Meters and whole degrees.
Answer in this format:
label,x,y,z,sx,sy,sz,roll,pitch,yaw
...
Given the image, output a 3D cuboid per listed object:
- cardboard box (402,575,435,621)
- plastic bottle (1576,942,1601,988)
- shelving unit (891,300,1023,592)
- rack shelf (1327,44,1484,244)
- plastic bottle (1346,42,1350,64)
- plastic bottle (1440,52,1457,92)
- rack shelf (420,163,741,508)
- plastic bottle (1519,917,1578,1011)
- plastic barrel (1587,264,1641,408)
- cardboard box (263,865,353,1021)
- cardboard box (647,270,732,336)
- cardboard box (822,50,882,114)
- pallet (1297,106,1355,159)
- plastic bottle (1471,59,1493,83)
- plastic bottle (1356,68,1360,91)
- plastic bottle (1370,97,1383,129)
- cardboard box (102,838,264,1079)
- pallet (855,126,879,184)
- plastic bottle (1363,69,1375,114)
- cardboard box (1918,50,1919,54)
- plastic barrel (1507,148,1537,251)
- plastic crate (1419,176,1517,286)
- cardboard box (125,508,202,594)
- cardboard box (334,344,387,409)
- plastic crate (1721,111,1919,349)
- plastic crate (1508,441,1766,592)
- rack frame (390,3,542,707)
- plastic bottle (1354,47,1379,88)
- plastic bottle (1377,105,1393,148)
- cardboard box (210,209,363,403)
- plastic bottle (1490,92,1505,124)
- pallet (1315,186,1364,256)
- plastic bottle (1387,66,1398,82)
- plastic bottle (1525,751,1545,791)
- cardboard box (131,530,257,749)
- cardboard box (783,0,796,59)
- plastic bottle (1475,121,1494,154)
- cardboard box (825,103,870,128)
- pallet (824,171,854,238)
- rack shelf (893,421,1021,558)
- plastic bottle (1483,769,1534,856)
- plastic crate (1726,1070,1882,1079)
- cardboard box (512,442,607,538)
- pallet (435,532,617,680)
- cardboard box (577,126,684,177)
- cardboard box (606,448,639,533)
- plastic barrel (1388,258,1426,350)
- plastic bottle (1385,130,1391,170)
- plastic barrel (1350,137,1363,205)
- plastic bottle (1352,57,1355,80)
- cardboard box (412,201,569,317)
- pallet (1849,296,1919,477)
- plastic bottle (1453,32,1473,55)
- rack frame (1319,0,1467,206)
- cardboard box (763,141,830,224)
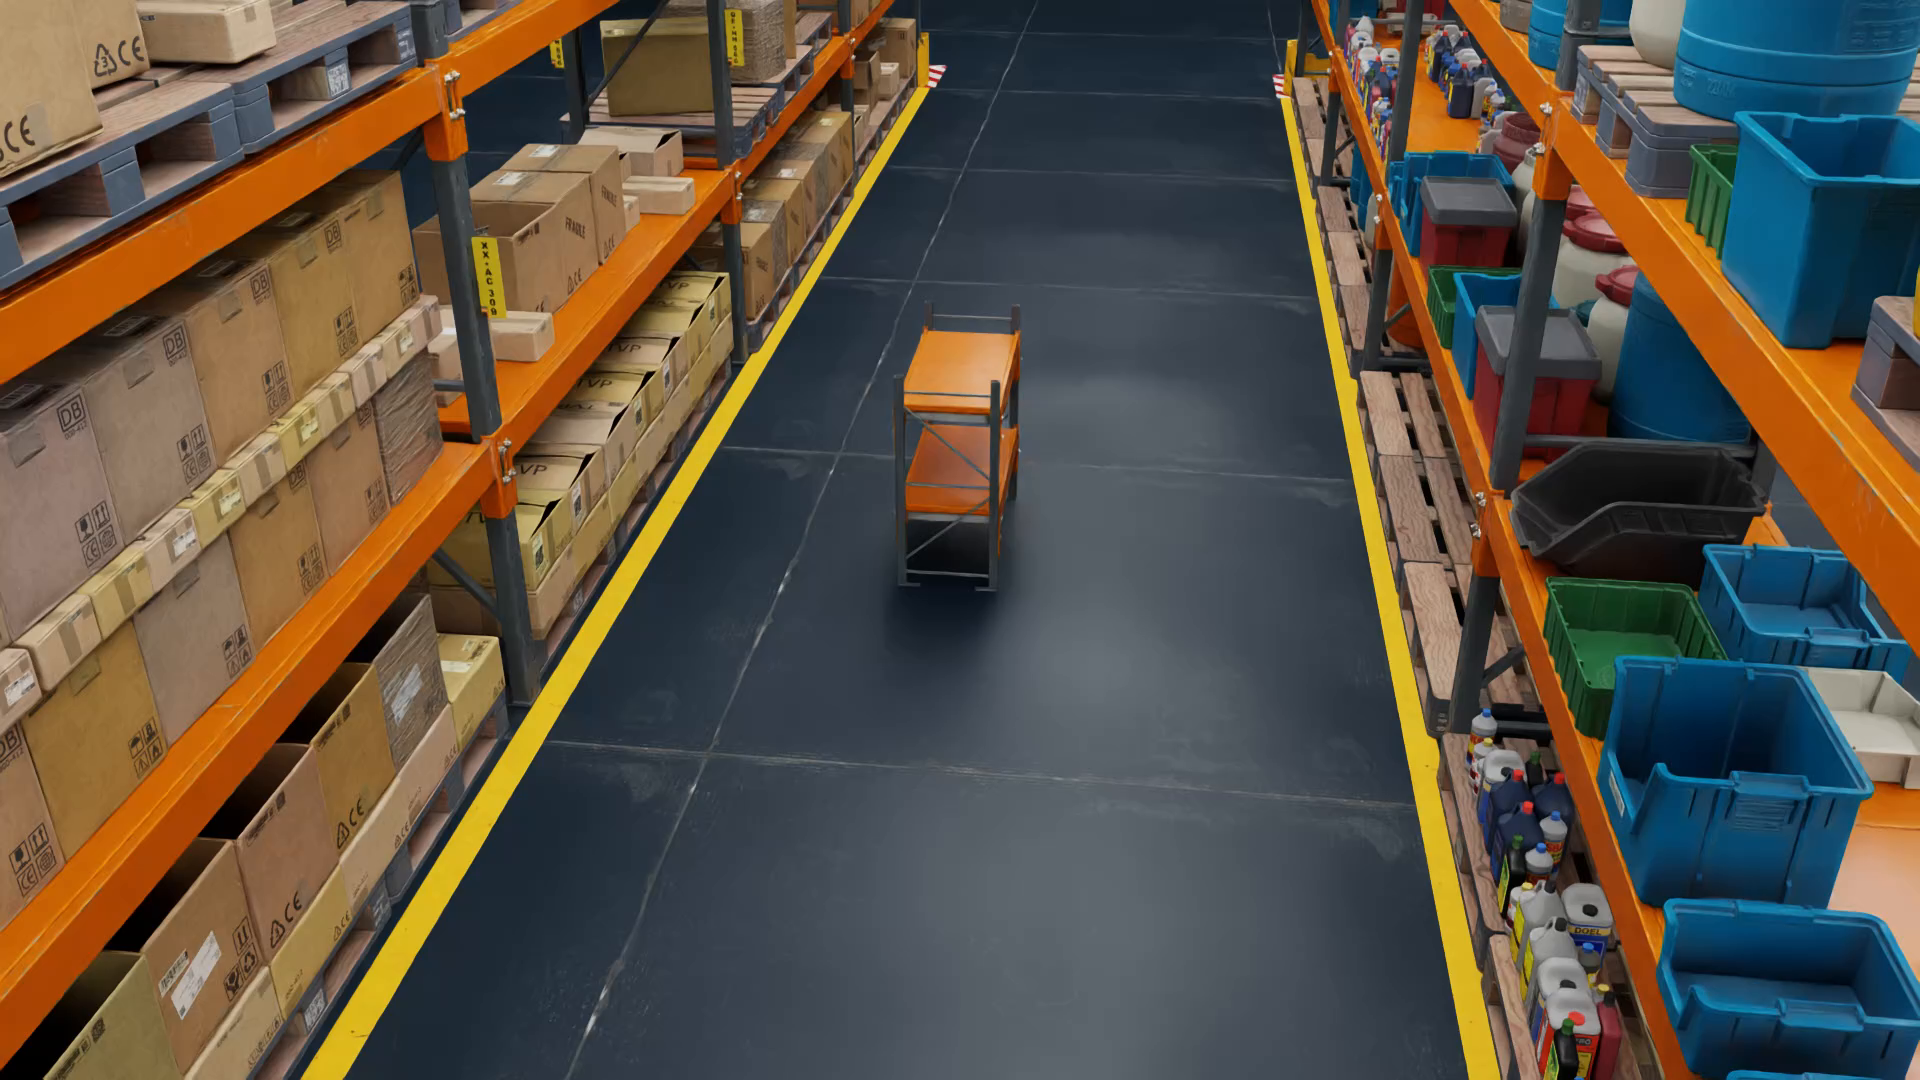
label,x,y,z,sx,sy,sz,roll,pitch,yaw
cardboard box,-2.624,0.176,7.717,0.500,0.250,0.500,3,28,6
plastic bottle,2.045,1.409,5.458,0.097,0.201,0.097,0,28,0
shelving unit,0.001,-0.498,8.489,0.538,1.125,1.048,3,28,6
rack shelf,3.263,-2.855,11.646,1.077,0.370,4.000,3,28,6
plastic bottle,3.028,-3.760,12.776,0.097,0.201,0.097,0,28,0
plastic bottle,3.532,-3.378,11.994,0.097,0.271,0.097,0,28,0
rack shelf,-2.142,-1.262,8.689,1.077,0.370,4.000,3,28,6
plastic bottle,1.920,1.357,5.398,0.144,0.351,0.185,5,29,8
plastic barrel,2.863,-0.845,7.013,0.433,0.535,0.433,0,28,0
cardboard box,-2.405,1.326,5.583,0.500,0.250,0.500,3,28,6
cardboard box,-1.717,-1.481,10.201,0.500,0.311,0.500,4,29,8
cardboard box,-1.182,-4.383,15.890,0.797,0.503,0.637,3,28,6
pallet,3.707,-3.810,15.600,1.003,0.211,1.213,3,28,6
plastic bottle,3.586,-3.122,11.434,0.144,0.351,0.185,3,28,6
plastic bottle,2.919,-3.342,11.999,0.097,0.201,0.097,0,28,0
plastic bottle,2.789,-2.841,11.070,0.097,0.201,0.097,0,28,0
cardboard box,-2.483,1.230,4.970,0.500,0.500,0.500,3,28,6
pallet,-1.322,-3.499,15.022,1.003,0.211,1.213,3,28,6
plastic bottle,2.824,-3.082,11.432,0.061,0.283,0.133,3,28,6
cardboard box,8.695,-3.805,14.447,0.875,0.875,0.875,3,28,6
plastic barrel,3.104,-1.783,8.780,0.421,0.512,0.421,0,28,0
plastic crate,2.517,-1.516,8.334,0.402,0.464,0.583,3,28,6
cardboard box,-2.426,0.020,4.761,0.380,0.149,0.250,4,29,7
cardboard box,-2.270,-0.587,5.887,0.380,0.149,0.250,3,28,5
plastic crate,1.973,-0.694,3.729,0.392,0.384,0.575,3,28,6
plastic crate,2.338,-0.081,5.804,0.767,0.338,0.504,3,28,6
rack frame,-2.387,-0.637,6.771,1.000,3.000,0.127,3,28,6
plastic bottle,2.960,-3.427,12.080,0.152,0.276,0.135,3,28,6
plastic bottle,2.729,-2.643,10.629,0.097,0.271,0.097,0,28,0
cardboard box,-2.496,-0.805,5.609,0.700,0.500,0.500,3,28,6
plastic bottle,3.535,-2.801,10.923,0.097,0.271,0.097,0,28,0
pallet,3.373,-2.525,13.215,1.003,0.211,1.213,3,28,6
plastic bottle,3.010,-3.163,11.594,0.097,0.271,0.097,0,28,0
plastic bottle,2.147,0.939,6.245,0.061,0.283,0.133,3,28,6
cardboard box,-2.621,0.253,5.011,0.700,0.500,0.500,4,29,8
cardboard box,-1.562,-3.797,12.087,0.700,0.500,0.500,-4,29,-7
plastic bottle,3.323,-2.544,10.520,0.097,0.201,0.097,0,28,0
cardboard box,-1.045,-3.942,15.428,0.380,0.166,0.250,3,28,6
pallet,-1.469,-2.790,13.707,1.003,0.211,1.213,3,28,6
rack shelf,0.001,-0.283,8.605,0.538,0.278,1.000,3,28,6
plastic bottle,2.018,0.980,6.096,0.144,0.351,0.185,4,29,8
plastic crate,1.803,1.347,3.243,0.499,0.251,0.616,3,28,6
cardboard box,-2.023,-0.274,7.961,0.500,0.311,0.500,3,28,6
pallet,-2.336,0.241,8.080,1.003,0.211,1.213,3,28,6
cardboard box,-1.985,-2.312,9.974,0.500,0.311,0.500,5,29,9
cardboard box,-1.967,-0.272,8.548,0.500,0.250,0.500,3,28,5
plastic barrel,3.061,-1.691,10.572,0.600,0.830,0.708,3,28,6
plastic bottle,2.645,-2.395,10.155,0.061,0.283,0.133,3,28,6
plastic barrel,3.425,-3.120,13.148,0.600,0.901,0.708,3,28,6
plastic bottle,2.964,-3.514,12.319,0.097,0.201,0.097,0,28,0
cardboard box,-2.212,-1.290,7.876,0.500,0.500,0.500,5,29,10
pallet,2.237,-0.086,2.784,1.003,0.211,1.213,3,28,6
plastic bottle,3.698,-3.553,12.235,0.144,0.351,0.185,3,28,6
rack frame,3.509,-4.114,13.223,1.000,3.000,0.127,3,28,6
cardboard box,-1.314,-2.779,12.918,0.500,0.500,0.500,4,29,7
